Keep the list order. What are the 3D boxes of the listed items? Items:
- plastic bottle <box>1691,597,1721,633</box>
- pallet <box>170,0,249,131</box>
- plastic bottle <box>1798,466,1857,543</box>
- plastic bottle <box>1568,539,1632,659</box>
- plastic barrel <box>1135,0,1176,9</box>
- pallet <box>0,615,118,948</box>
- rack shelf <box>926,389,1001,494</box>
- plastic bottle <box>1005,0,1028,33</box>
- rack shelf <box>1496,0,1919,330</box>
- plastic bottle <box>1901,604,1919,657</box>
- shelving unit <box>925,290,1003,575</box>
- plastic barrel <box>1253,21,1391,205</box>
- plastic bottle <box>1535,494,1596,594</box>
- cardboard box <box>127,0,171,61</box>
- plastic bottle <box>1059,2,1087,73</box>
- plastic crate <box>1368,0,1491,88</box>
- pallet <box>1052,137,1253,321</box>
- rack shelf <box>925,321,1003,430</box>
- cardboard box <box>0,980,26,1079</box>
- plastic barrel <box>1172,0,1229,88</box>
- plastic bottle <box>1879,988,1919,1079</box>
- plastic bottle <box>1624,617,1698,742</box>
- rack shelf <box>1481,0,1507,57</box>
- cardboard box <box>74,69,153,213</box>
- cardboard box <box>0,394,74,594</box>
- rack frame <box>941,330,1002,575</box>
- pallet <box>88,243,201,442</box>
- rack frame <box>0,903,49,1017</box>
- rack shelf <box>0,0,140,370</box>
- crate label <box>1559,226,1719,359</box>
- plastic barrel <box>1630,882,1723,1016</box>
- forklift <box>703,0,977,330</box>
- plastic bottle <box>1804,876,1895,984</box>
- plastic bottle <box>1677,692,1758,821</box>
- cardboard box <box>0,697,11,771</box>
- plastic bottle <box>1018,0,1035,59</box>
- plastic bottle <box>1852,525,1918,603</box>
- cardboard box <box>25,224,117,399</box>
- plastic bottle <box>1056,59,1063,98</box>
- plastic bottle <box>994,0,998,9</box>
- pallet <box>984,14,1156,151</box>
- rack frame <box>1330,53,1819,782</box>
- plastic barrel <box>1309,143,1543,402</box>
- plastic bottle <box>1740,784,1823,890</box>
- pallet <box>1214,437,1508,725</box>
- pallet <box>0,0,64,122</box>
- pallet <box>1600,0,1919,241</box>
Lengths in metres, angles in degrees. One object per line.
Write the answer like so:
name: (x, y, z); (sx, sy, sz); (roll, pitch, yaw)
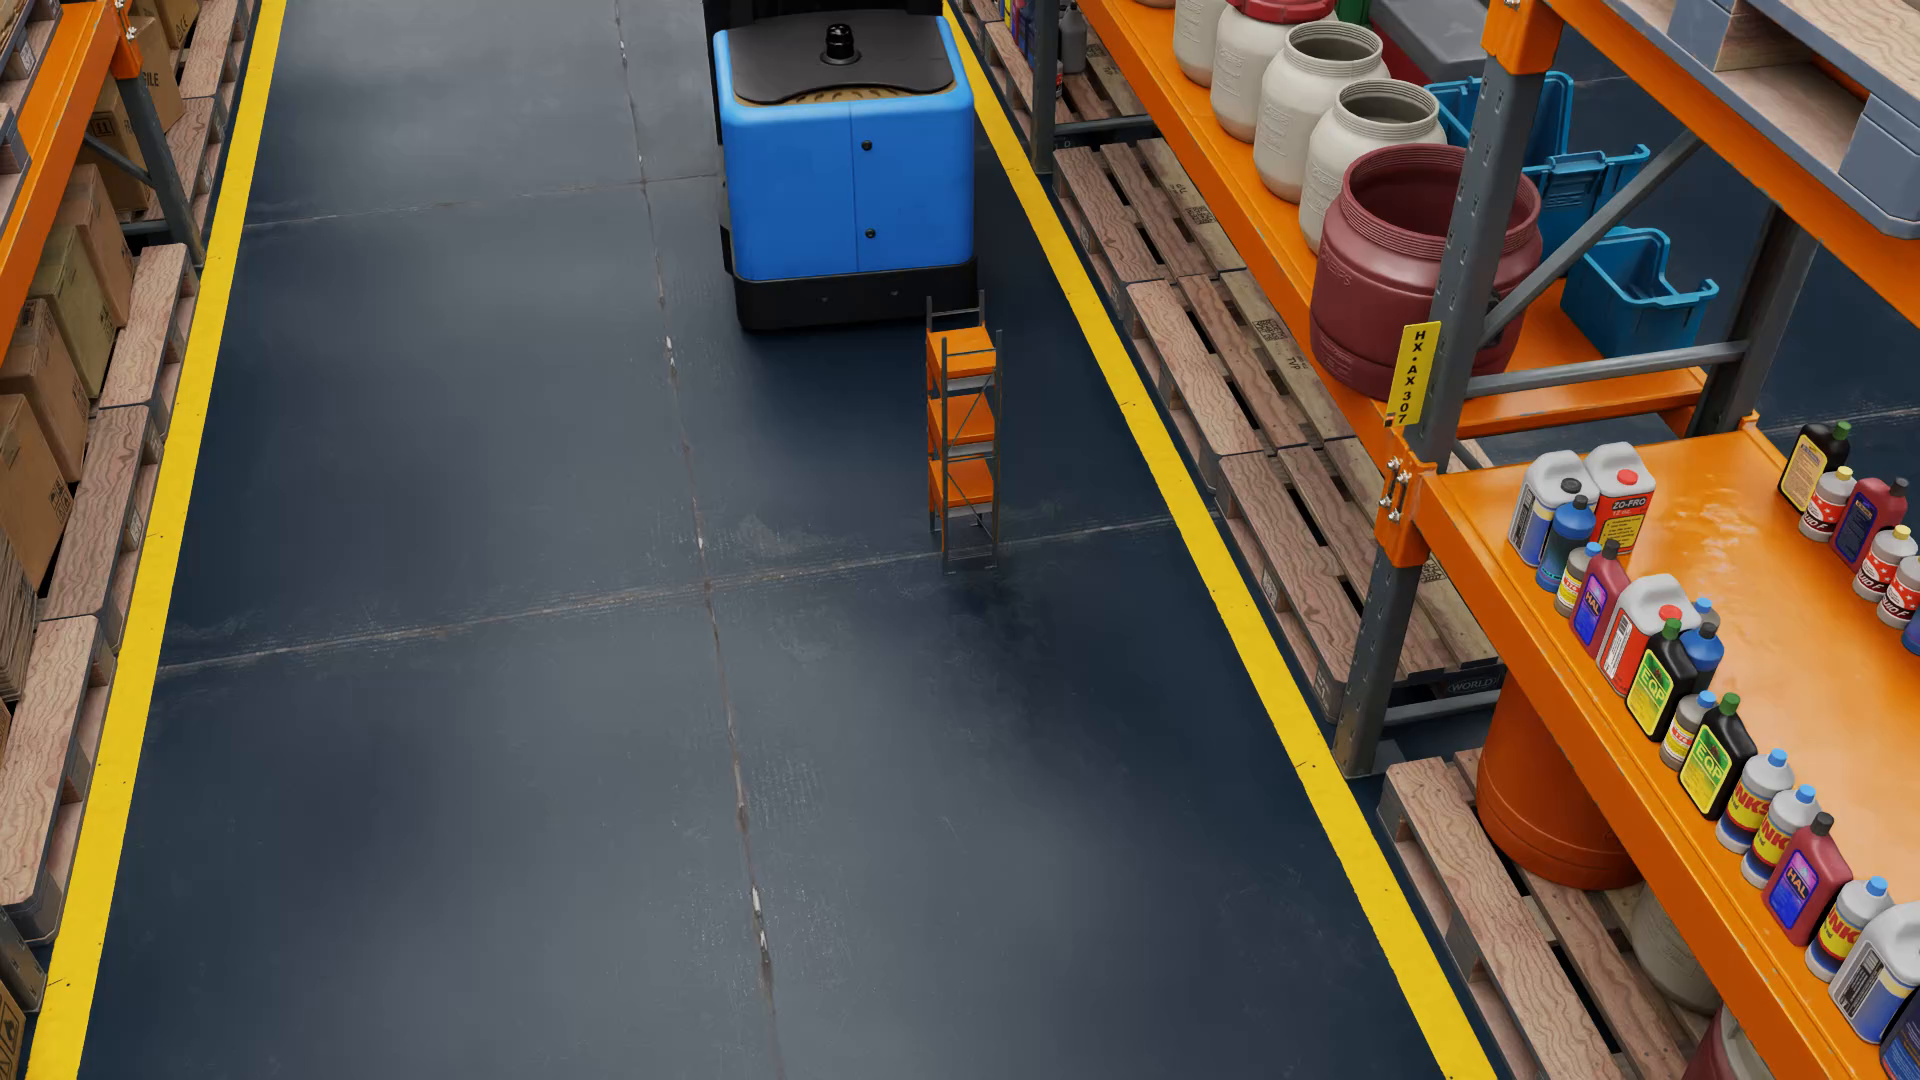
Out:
plastic bottle: (1.713, 0.219, 3.894); (0.097, 0.201, 0.097); (0, 42, 0)
pallet: (-4.428, -2.515, 8.925); (1.003, 0.211, 1.213); (-8, 42, -9)
plastic bottle: (2.229, -0.100, 4.252); (0.097, 0.201, 0.097); (0, 42, 0)
plastic bottle: (1.522, 0.138, 3.923); (0.061, 0.283, 0.133); (-8, 42, -9)
plastic barrel: (0.847, -2.445, 6.642); (0.433, 0.535, 0.433); (0, 42, 0)
pallet: (-3.286, 0.793, 5.197); (1.003, 0.211, 1.213); (-8, 42, -9)
rack shelf: (0.012, -0.350, 5.869); (0.215, 0.259, 0.240); (-8, 42, -9)
plastic bottle: (0.323, -2.929, 8.954); (0.144, 0.351, 0.185); (-9, 42, -10)
rack shelf: (2.150, -0.009, 2.283); (1.077, 0.370, 4.000); (-8, 42, -9)
plastic bottle: (2.321, 0.150, 3.919); (0.097, 0.271, 0.097); (0, 42, 0)
shelving unit: (0.012, -0.358, 5.862); (0.215, 1.050, 0.252); (-8, 42, -9)
plastic barrel: (1.196, -1.404, 5.487); (0.421, 0.512, 0.421); (0, 42, 0)
plastic bottle: (1.494, 0.002, 4.086); (0.097, 0.271, 0.097); (0, 42, 0)
cardboard box: (-4.371, -2.584, 8.468); (0.500, 0.500, 0.500); (-12, 43, -13)
plastic bottle: (0.575, -2.616, 8.602); (0.144, 0.351, 0.185); (-8, 42, -9)
plastic crate: (1.668, -1.568, 5.708); (0.402, 0.464, 0.583); (-8, 42, -9)
pallet: (1.062, -1.499, 7.780); (1.003, 0.211, 1.213); (-8, 42, -9)
rack shelf: (0.012, -0.562, 5.681); (0.215, 0.259, 0.240); (-8, 42, -9)
cardboard box: (-2.990, 1.345, 3.759); (1.225, 0.875, 0.875); (-10, 43, -11)
plastic barrel: (1.005, -1.969, 6.106); (0.433, 0.535, 0.433); (0, 42, 0)
plastic bottle: (1.826, 0.896, 3.018); (0.144, 0.351, 0.185); (-8, 42, -9)
plastic bottle: (1.580, 0.311, 3.728); (0.061, 0.283, 0.133); (-8, 42, -9)
rack shelf: (1.286, -2.602, 5.204); (1.077, 0.370, 4.000); (-8, 42, -9)
cardboard box: (-4.029, -1.823, 7.611); (0.500, 0.500, 0.500); (-10, 42, -11)
cardboard box: (-3.544, -0.128, 5.686); (0.700, 0.500, 0.500); (-5, 42, -6)
rack frame: (0.038, -0.279, 5.773); (0.200, 1.050, 0.008); (-8, 42, -9)
pallet: (-3.812, -0.788, 6.979); (1.003, 0.211, 1.213); (-8, 42, -9)
rack frame: (-3.118, 0.257, 3.701); (1.000, 3.000, 0.127); (-8, 42, -9)
rack shelf: (-3.550, -0.770, 5.400); (1.077, 0.370, 4.000); (-8, 42, -9)
crate label: (1.993, -0.717, 4.924); (0.303, 0.233, 0.416); (-8, 42, -9)
plastic barrel: (2.049, 0.989, 4.434); (0.421, 0.512, 0.421); (0, 42, 0)
forklift: (-0.659, -2.984, 7.403); (1.130, 2.935, 3.031); (-6, 42, -7)
plastic bottle: (1.743, 0.750, 3.242); (0.097, 0.271, 0.097); (0, 42, 0)
plastic bottle: (1.630, 0.461, 3.559); (0.061, 0.283, 0.133); (-8, 42, -9)
cardboard box: (-3.282, 0.596, 4.871); (0.700, 0.500, 0.500); (-10, 43, -12)
plastic bottle: (0.393, -2.720, 8.718); (0.144, 0.351, 0.185); (-10, 43, -11)
plastic bottle: (2.279, 0.050, 4.084); (0.097, 0.201, 0.097); (0, 42, 0)
cardboard box: (-3.786, -0.852, 6.502); (0.700, 0.500, 0.500); (-9, 42, -10)
plastic bottle: (0.472, -2.354, 8.419); (0.097, 0.201, 0.097); (0, 42, 0)
plastic bottle: (0.239, -3.052, 9.205); (0.097, 0.201, 0.097); (0, 42, 0)
pallet: (0.750, -2.444, 8.844); (1.003, 0.211, 1.213); (-8, 42, -9)
rack frame: (1.718, -0.452, 4.500); (1.000, 3.000, 0.127); (-8, 42, -9)
plastic barrel: (1.322, -0.761, 4.745); (0.600, 0.536, 0.708); (-8, 42, -9)
plastic bottle: (1.693, 0.601, 3.411); (0.097, 0.271, 0.097); (0, 42, 0)
pallet: (1.589, 0.083, 5.998); (1.003, 0.211, 1.213); (-8, 42, -9)
pallet: (-3.959, -1.748, 6.104); (1.003, 0.211, 1.213); (-8, 42, -9)
pallet: (1.787, -0.994, 2.993); (1.003, 0.211, 1.213); (-8, 42, -9)
